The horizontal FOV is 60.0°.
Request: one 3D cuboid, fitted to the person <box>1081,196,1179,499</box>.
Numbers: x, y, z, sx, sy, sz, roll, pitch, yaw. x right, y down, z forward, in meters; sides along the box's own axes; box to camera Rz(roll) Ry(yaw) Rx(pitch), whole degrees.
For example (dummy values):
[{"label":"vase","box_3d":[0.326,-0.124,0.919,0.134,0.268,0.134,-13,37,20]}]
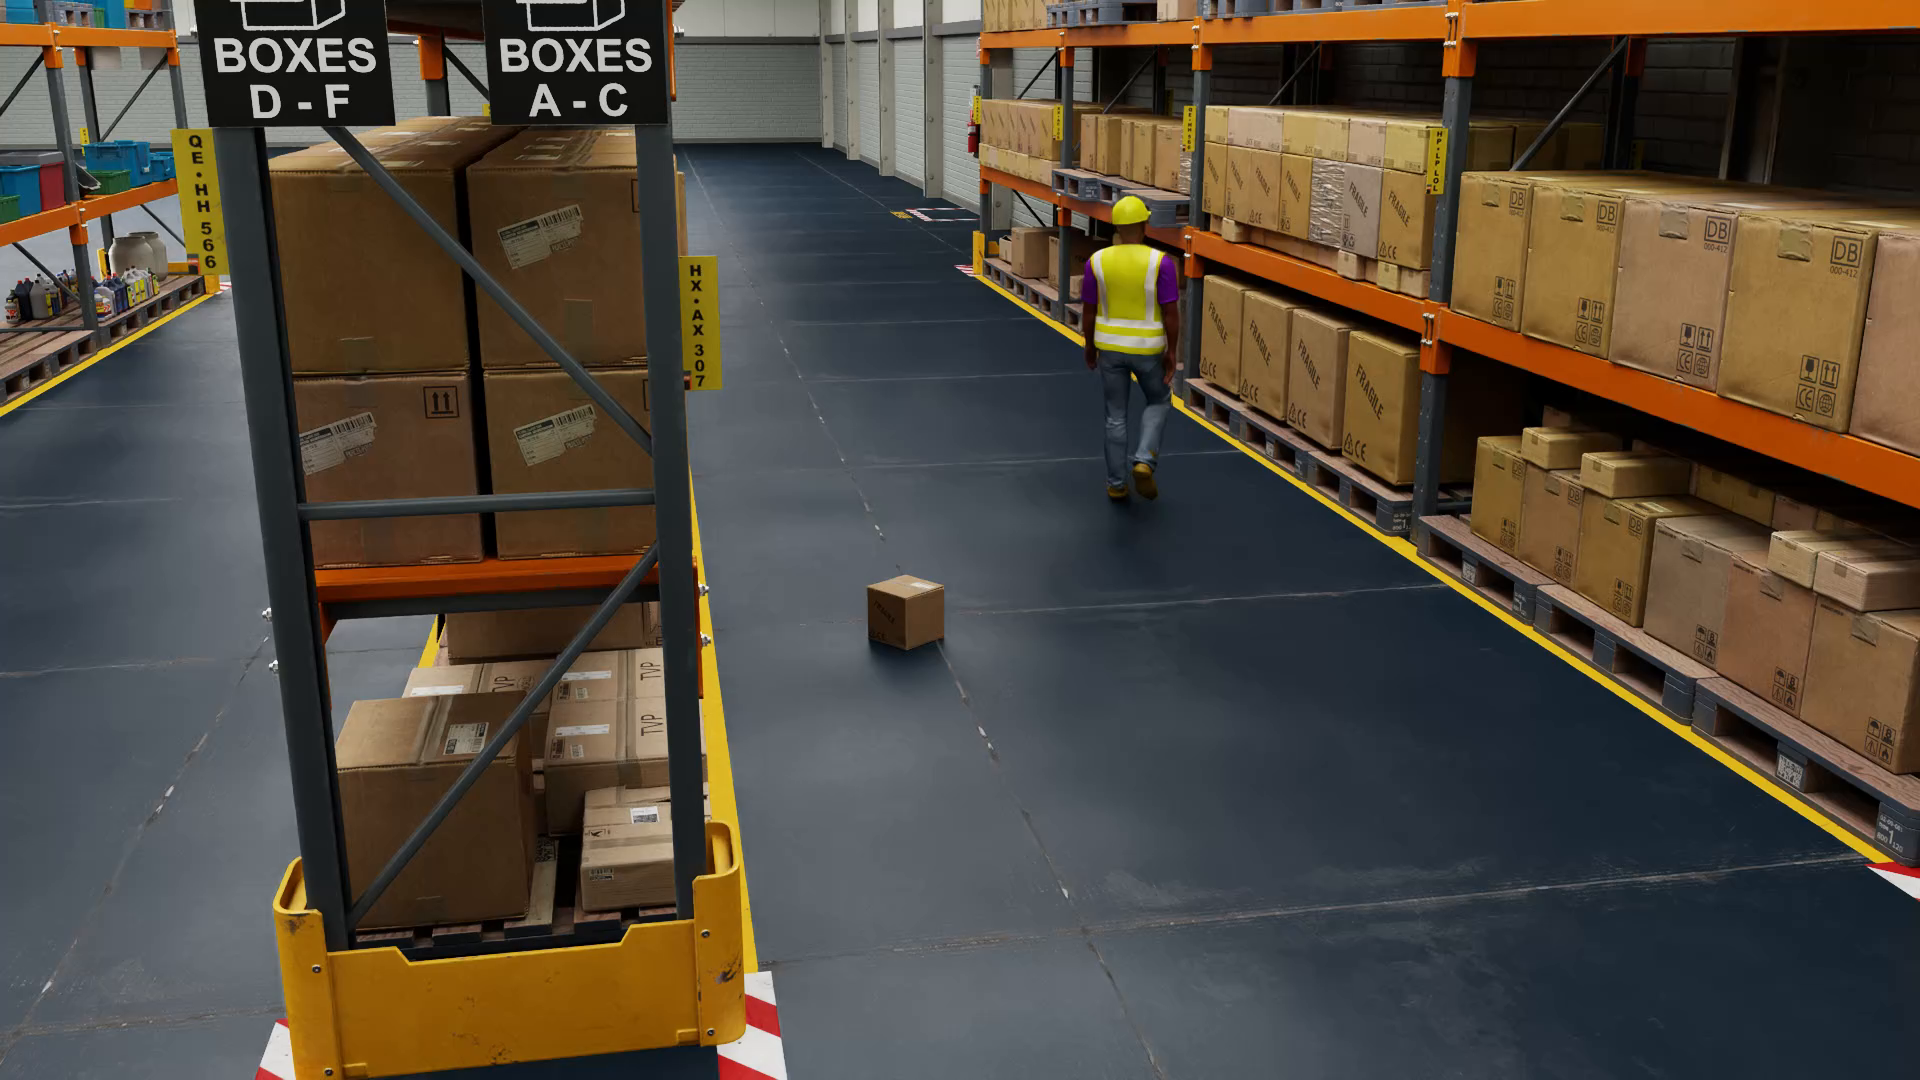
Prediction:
[{"label":"person","box_3d":[1.004,-1.112,9.740,0.585,1.782,0.461,4,17,14]}]
